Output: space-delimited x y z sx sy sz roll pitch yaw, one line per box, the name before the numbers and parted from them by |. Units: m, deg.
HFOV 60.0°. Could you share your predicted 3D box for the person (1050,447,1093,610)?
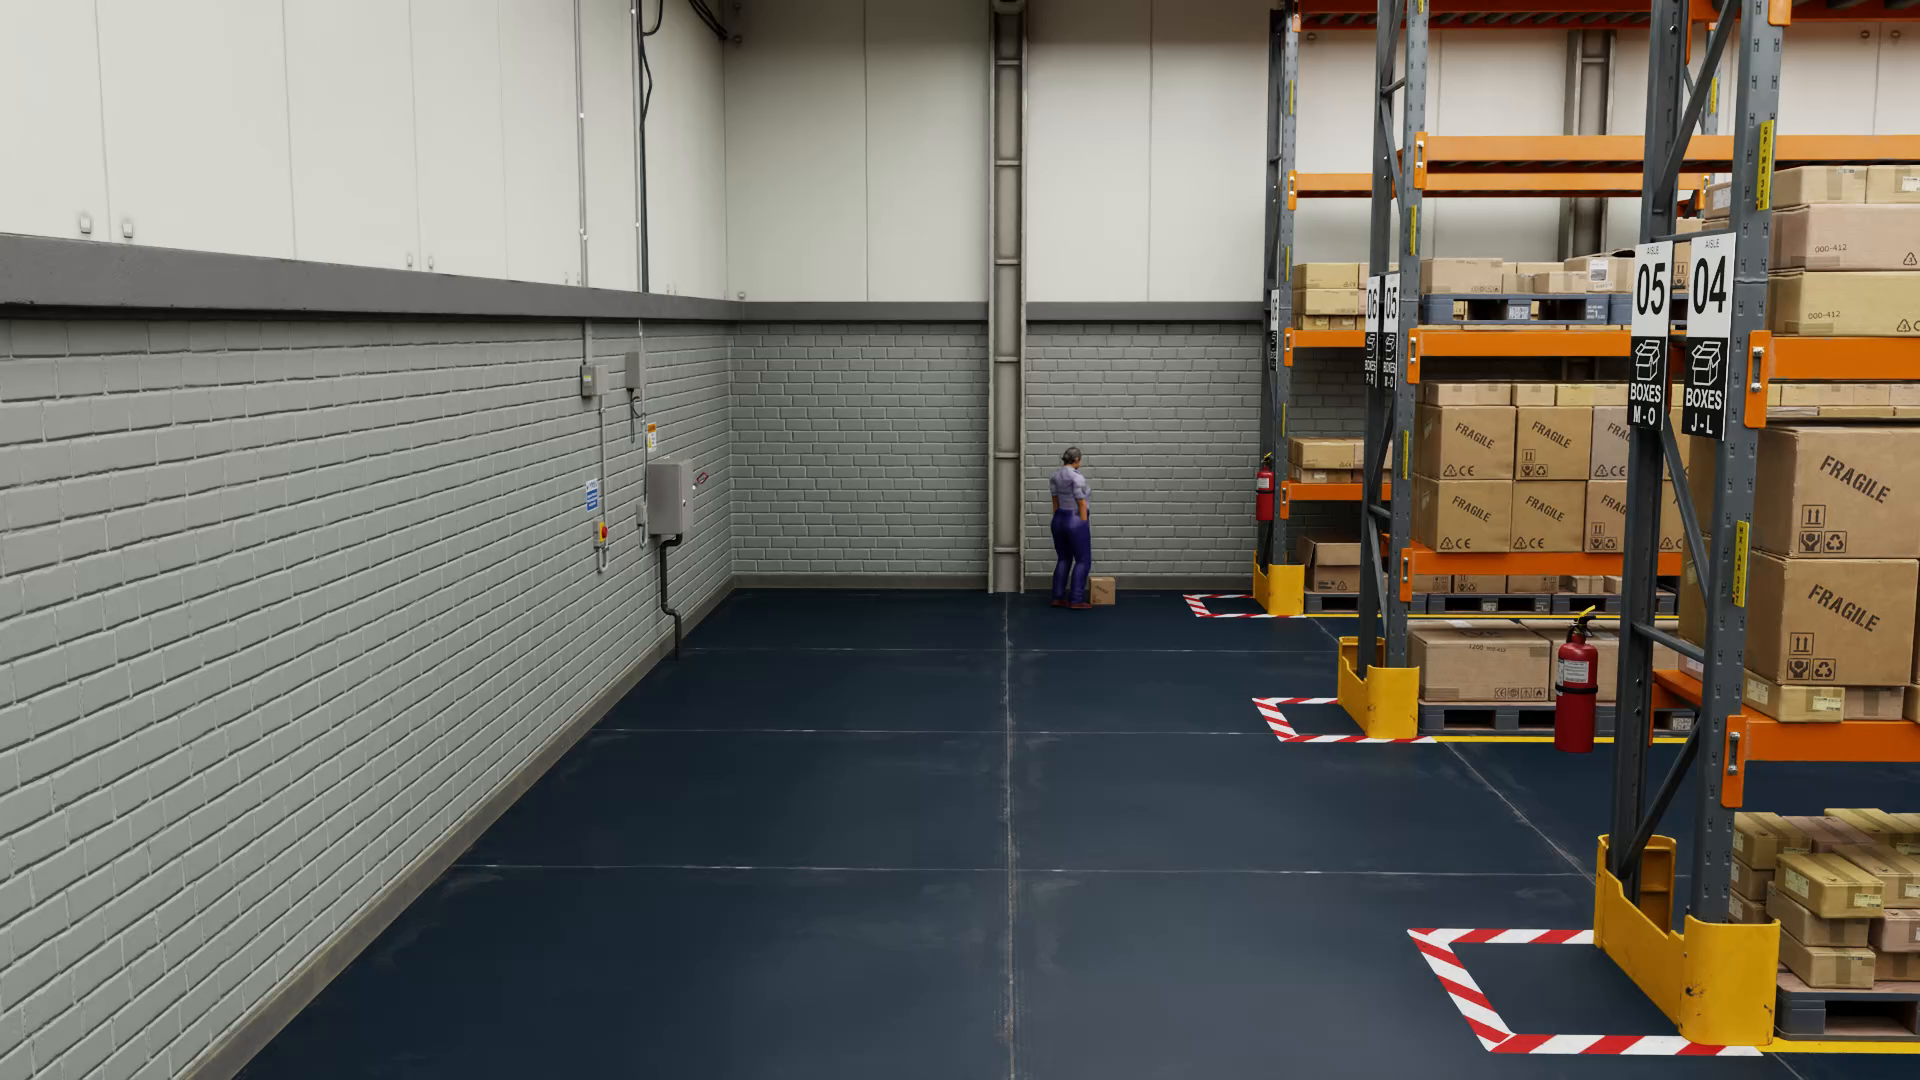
person | 1.112 -0.114 16.855 0.339 1.629 0.476 -6 9 -38
